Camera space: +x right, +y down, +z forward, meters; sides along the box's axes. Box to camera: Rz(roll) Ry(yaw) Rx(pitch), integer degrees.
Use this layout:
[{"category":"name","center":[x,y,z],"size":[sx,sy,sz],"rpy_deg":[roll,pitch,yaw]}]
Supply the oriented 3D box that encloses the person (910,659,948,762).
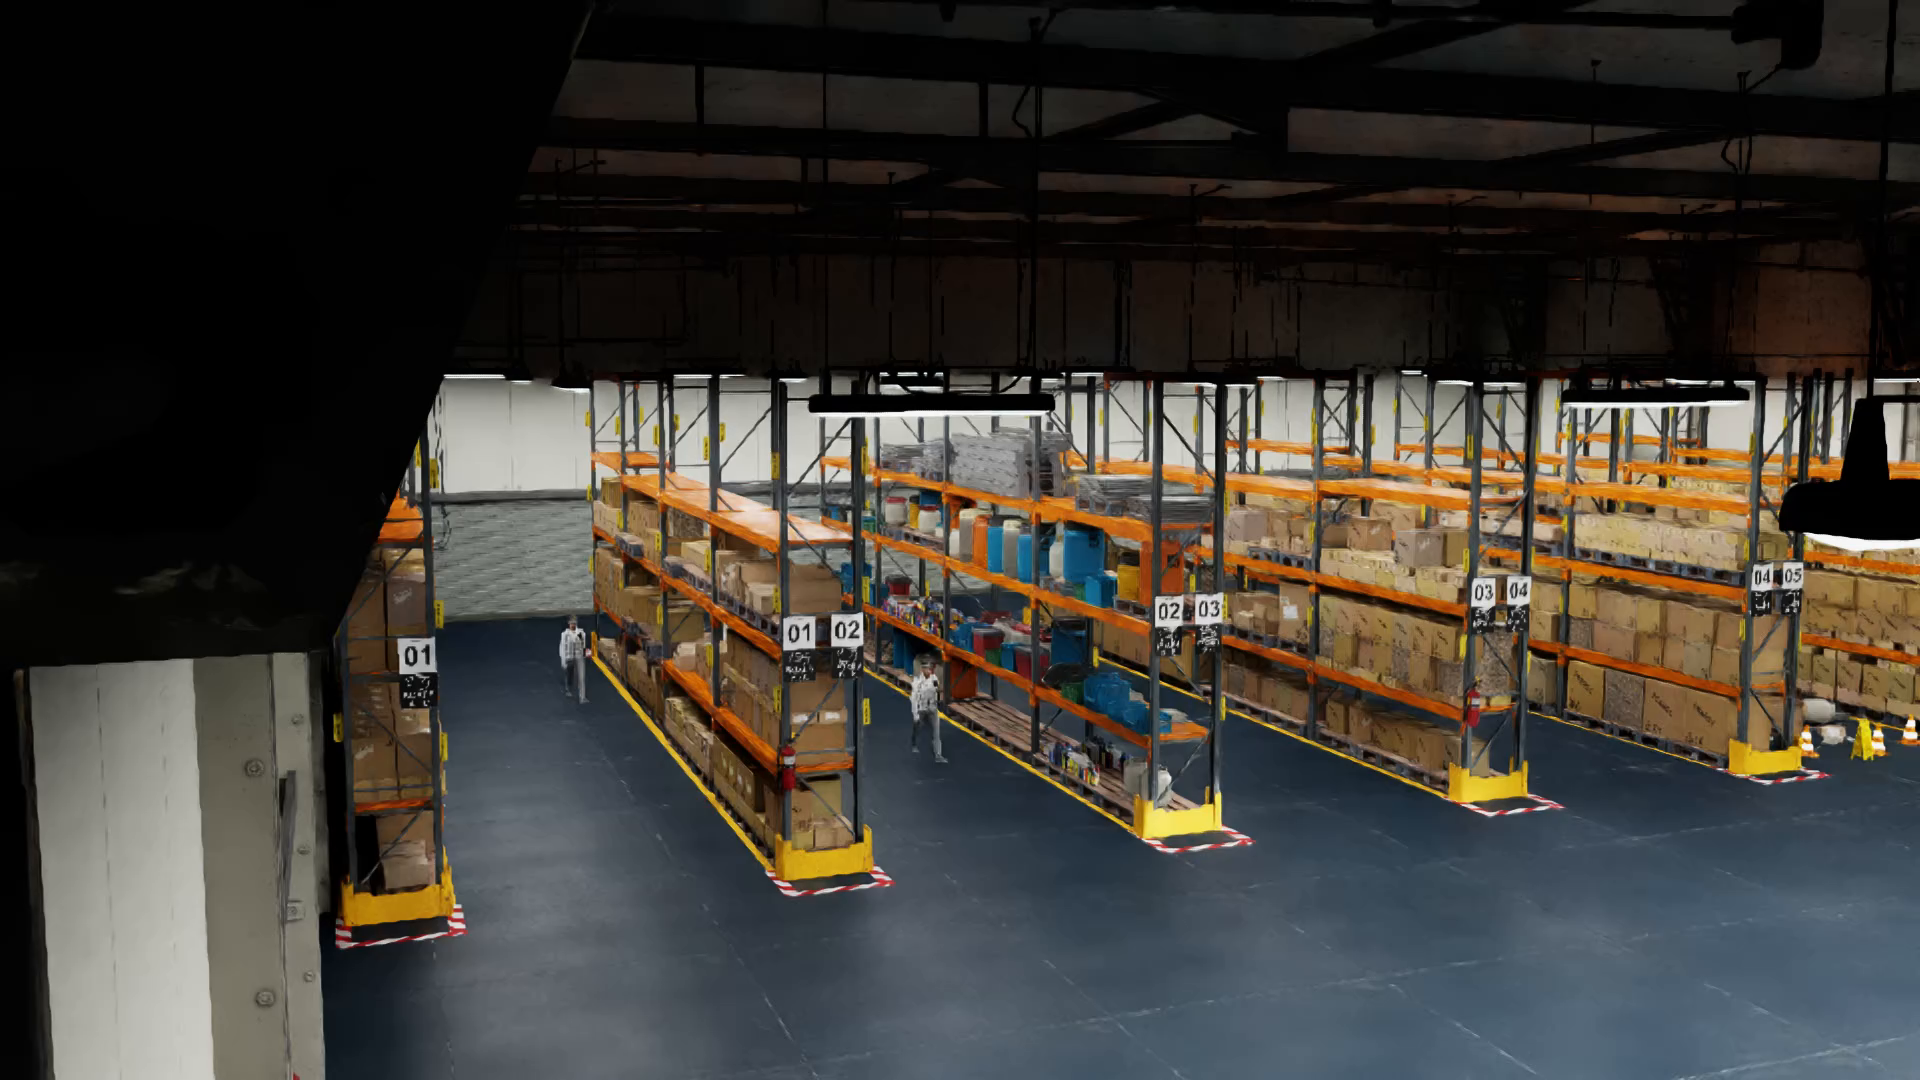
[{"category":"person","center":[-0.535,2.632,25.969],"size":[0.495,1.574,1.086],"rpy_deg":[-2,7,-18]}]

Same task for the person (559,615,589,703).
[{"category":"person","center":[-7.051,2.141,30.330],"size":[0.495,1.589,1.086],"rpy_deg":[-2,7,-18]}]

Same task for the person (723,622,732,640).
[{"category":"person","center":[-4.562,1.787,33.095],"size":[0.588,1.682,1.193],"rpy_deg":[-3,7,-22]}]
